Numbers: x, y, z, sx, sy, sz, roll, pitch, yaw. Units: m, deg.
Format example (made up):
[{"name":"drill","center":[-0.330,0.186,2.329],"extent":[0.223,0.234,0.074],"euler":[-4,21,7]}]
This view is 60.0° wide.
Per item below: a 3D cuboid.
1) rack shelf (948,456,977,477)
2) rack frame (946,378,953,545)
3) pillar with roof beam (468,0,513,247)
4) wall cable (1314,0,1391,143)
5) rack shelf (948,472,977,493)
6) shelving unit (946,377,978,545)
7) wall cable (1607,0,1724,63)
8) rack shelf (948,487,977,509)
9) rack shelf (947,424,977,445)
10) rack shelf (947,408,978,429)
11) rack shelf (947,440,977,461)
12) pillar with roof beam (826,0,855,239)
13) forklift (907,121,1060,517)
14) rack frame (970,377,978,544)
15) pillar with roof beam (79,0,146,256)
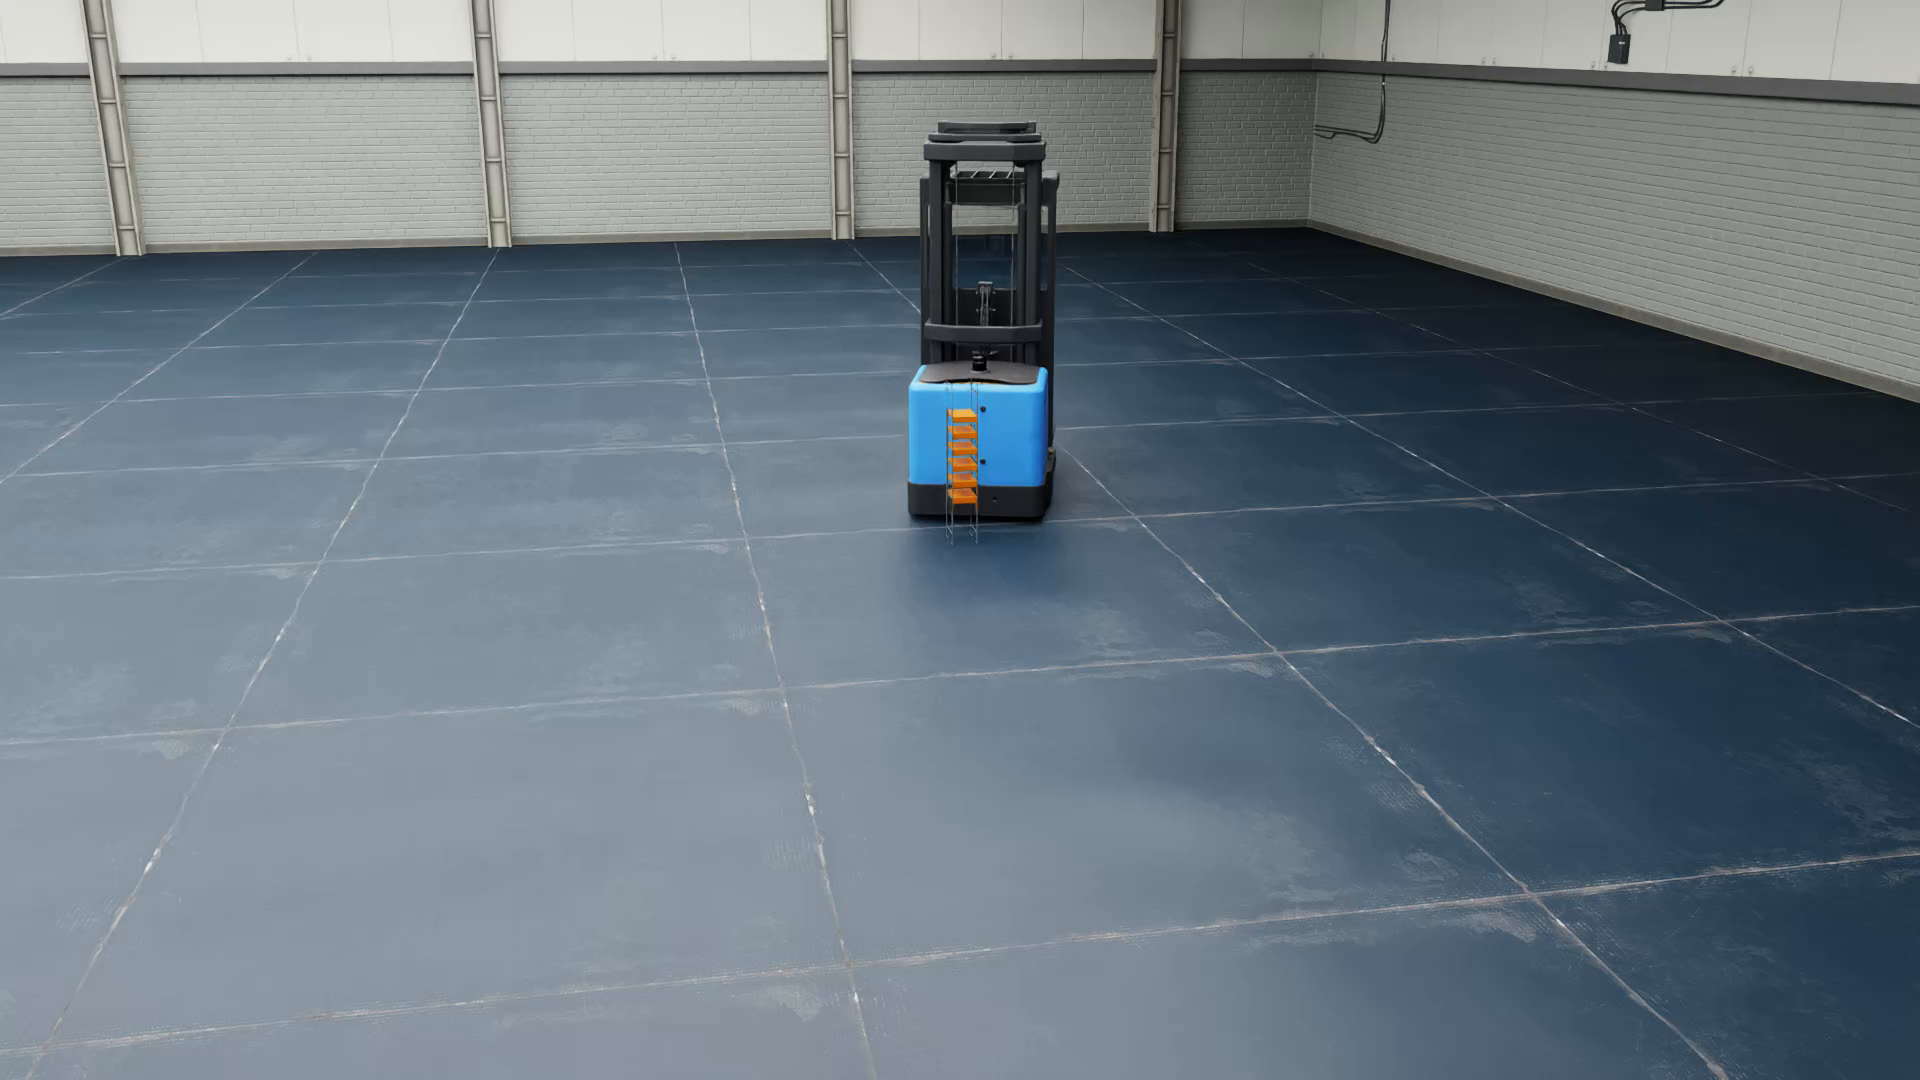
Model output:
[{"name":"rack shelf","center":[0.014,-0.532,12.151],"extent":[0.180,0.103,0.258],"euler":[-3,17,-10]},{"name":"rack frame","center":[-0.076,-0.569,12.122],"extent":[0.006,1.200,0.240],"euler":[-3,17,-10]},{"name":"pillar with roof beam","center":[-7.195,-8.188,23.644],"extent":[0.400,9.000,9.100],"euler":[-3,17,-10]},{"name":"wall cable","center":[6.913,-8.396,29.609],"extent":[0.112,2.526,3.097],"euler":[-3,17,-10]},{"name":"rack shelf","center":[0.014,-0.417,12.187],"extent":[0.180,0.103,0.258],"euler":[-3,17,-10]},{"name":"shelving unit","center":[0.014,-0.574,12.138],"extent":[0.189,1.200,0.258],"euler":[-3,17,-10]},{"name":"wall cable","center":[8.699,-8.768,19.741],"extent":[0.169,6.003,2.305],"euler":[-3,17,-10]},{"name":"rack shelf","center":[0.014,-0.302,12.222],"extent":[0.180,0.103,0.258],"euler":[-3,17,-10]},{"name":"rack shelf","center":[0.014,-0.761,12.081],"extent":[0.180,0.103,0.258],"euler":[-3,17,-10]},{"name":"rack shelf","center":[0.014,-0.876,12.046],"extent":[0.180,0.103,0.258],"euler":[-3,17,-10]},{"name":"rack shelf","center":[0.014,-0.647,12.116],"extent":[0.180,0.103,0.258],"euler":[-3,17,-10]},{"name":"pillar with roof beam","center":[-1.304,-8.522,24.732],"extent":[0.400,9.000,9.100],"euler":[-3,17,-10]},{"name":"forklift","center":[0.245,-1.959,13.696],"extent":[1.130,2.935,3.031],"euler":[1,17,5]},{"name":"rack frame","center":[0.104,-0.579,12.155],"extent":[0.006,1.200,0.240],"euler":[-3,17,-10]},{"name":"pillar with roof beam","center":[-13.086,-7.854,22.555],"extent":[0.400,9.000,9.100],"euler":[-3,17,-10]}]
